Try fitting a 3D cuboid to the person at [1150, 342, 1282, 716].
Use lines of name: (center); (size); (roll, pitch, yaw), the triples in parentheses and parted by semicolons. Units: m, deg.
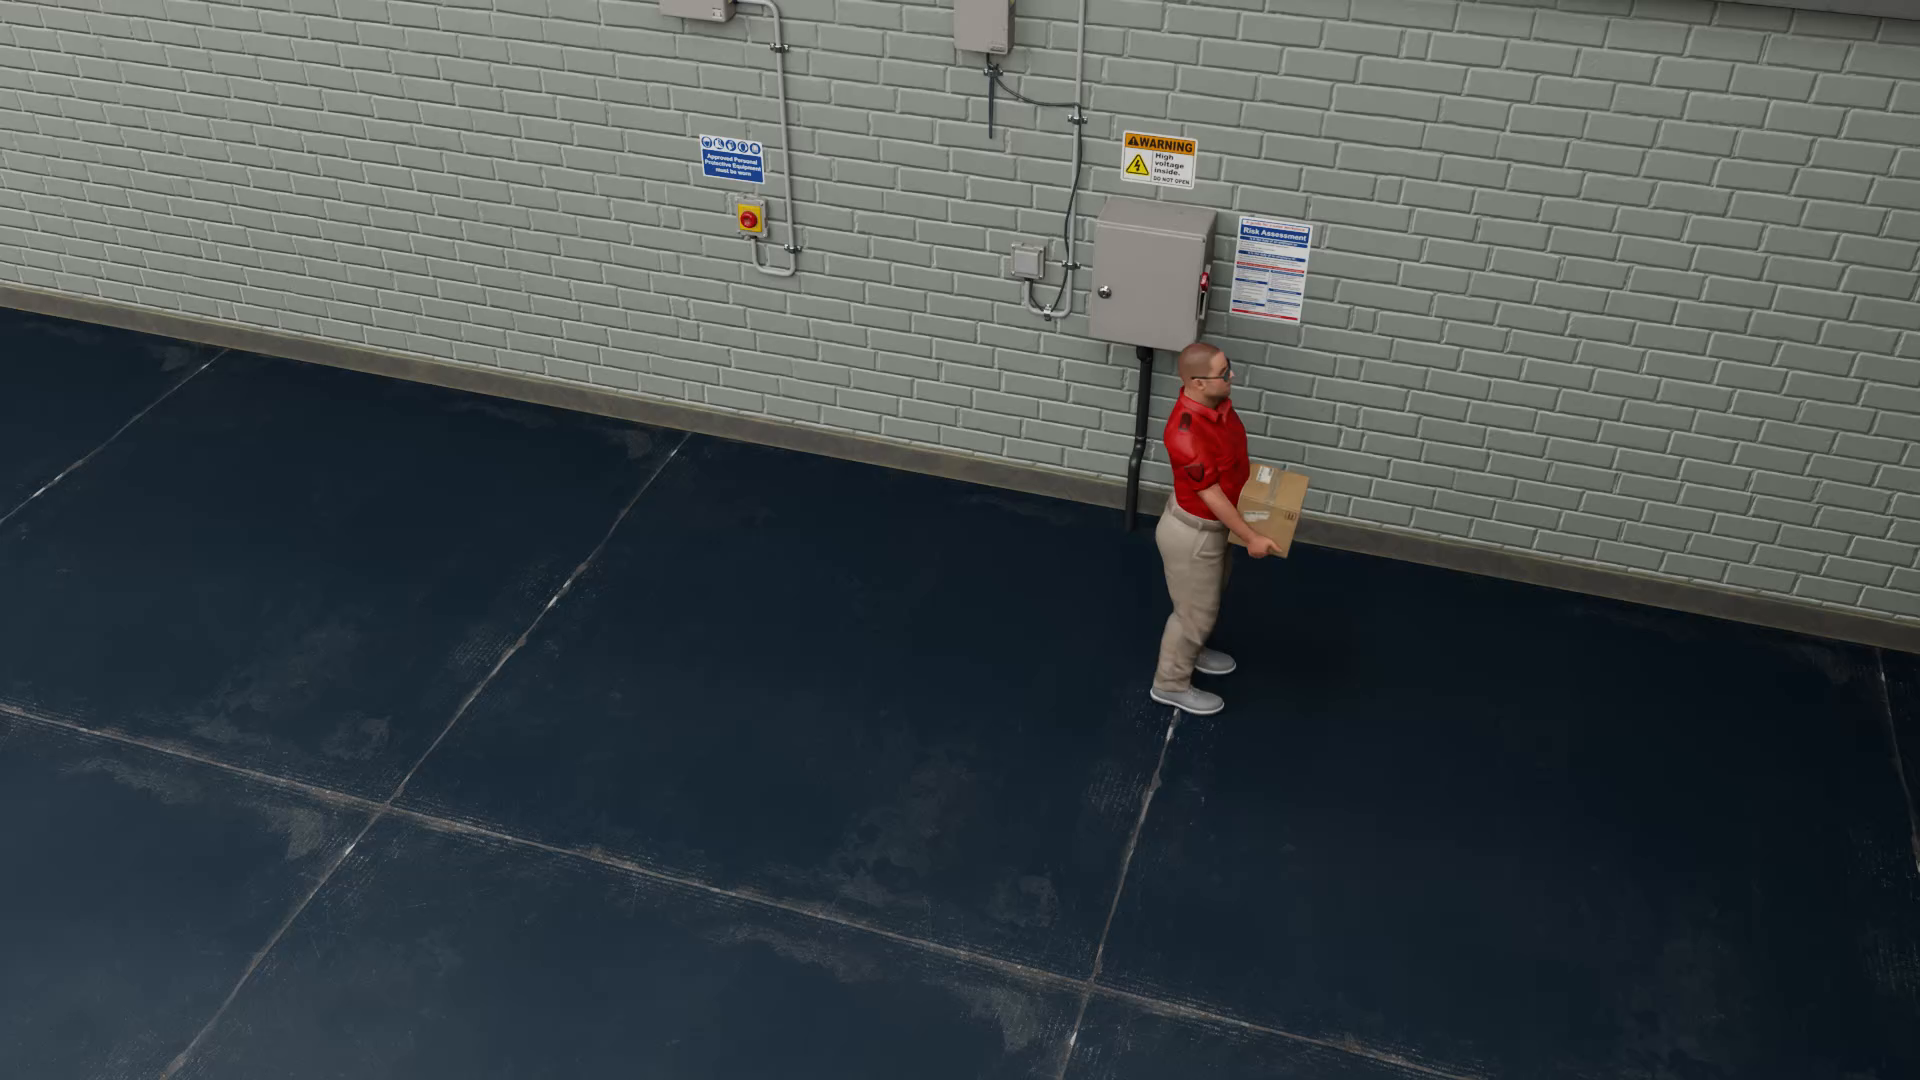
person: (1.103, -0.041, 6.971); (0.531, 1.713, 0.494); (11, 38, 15)
